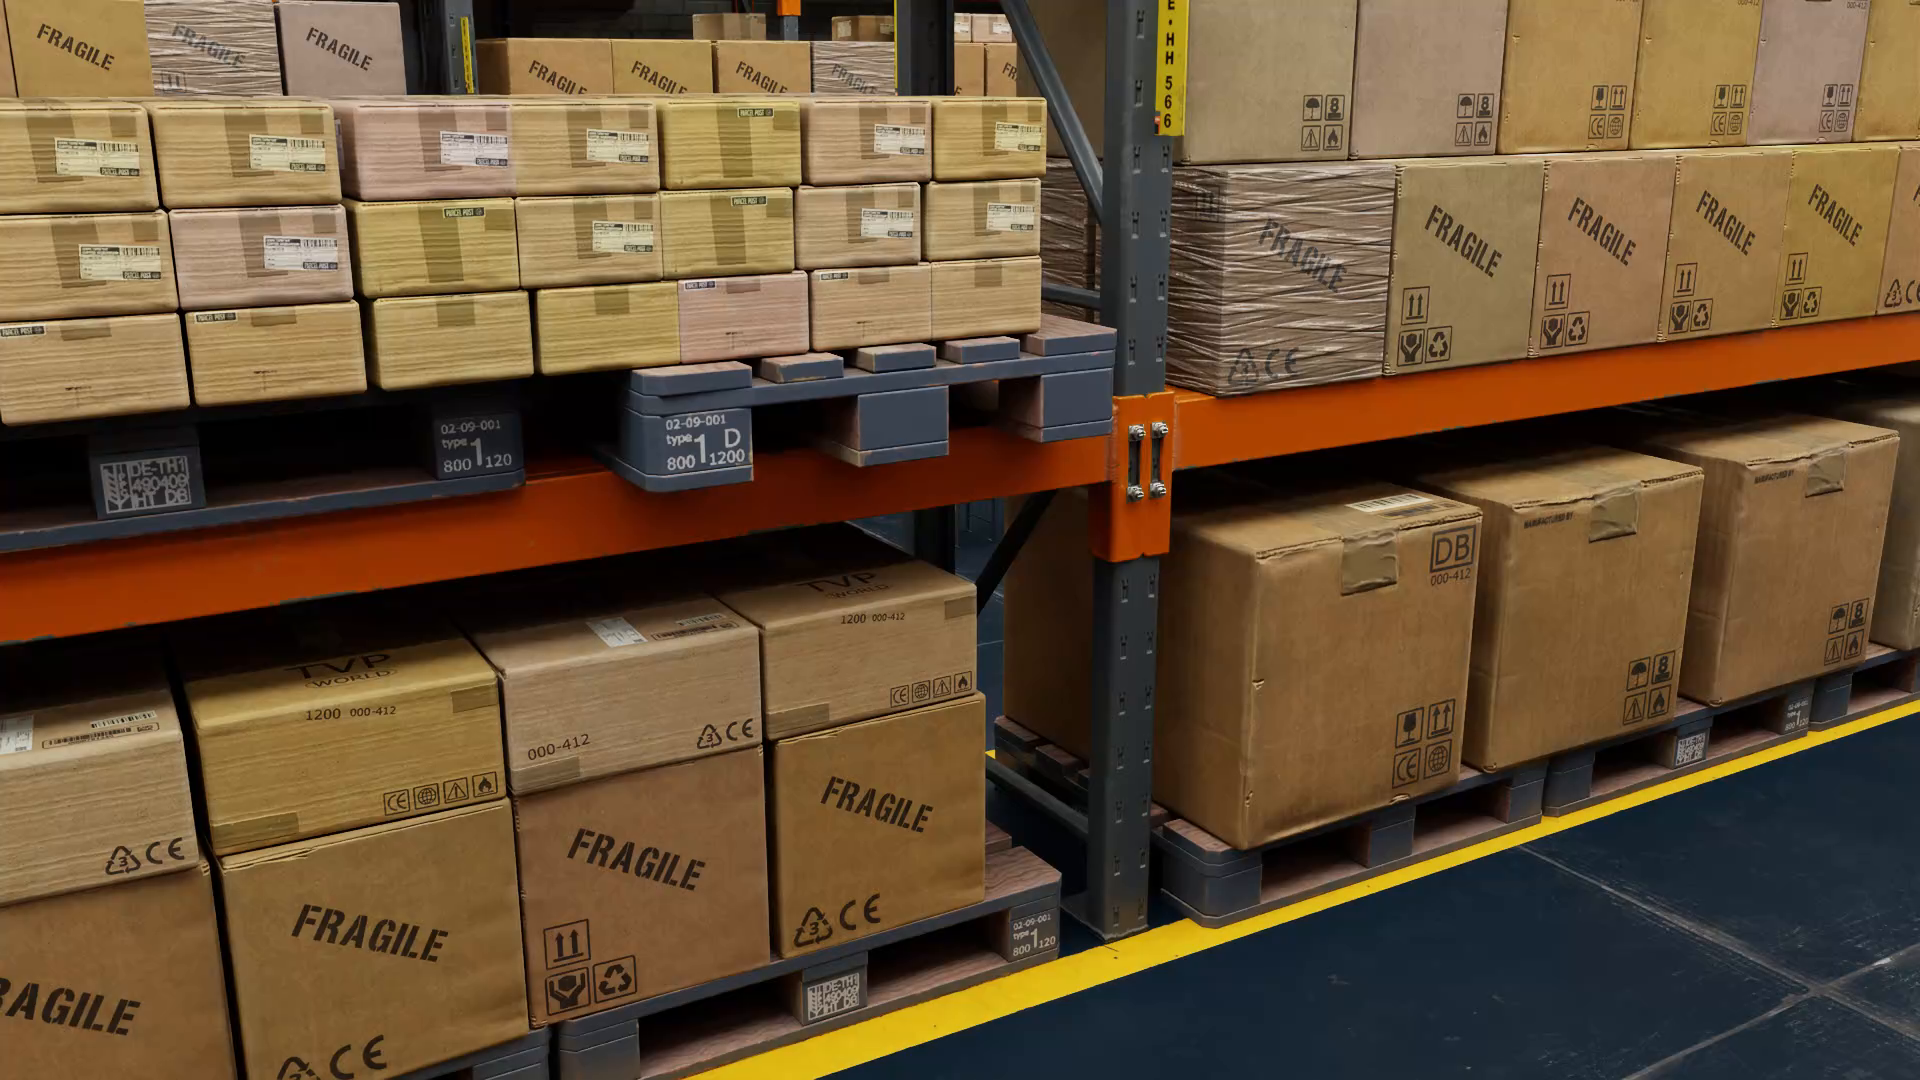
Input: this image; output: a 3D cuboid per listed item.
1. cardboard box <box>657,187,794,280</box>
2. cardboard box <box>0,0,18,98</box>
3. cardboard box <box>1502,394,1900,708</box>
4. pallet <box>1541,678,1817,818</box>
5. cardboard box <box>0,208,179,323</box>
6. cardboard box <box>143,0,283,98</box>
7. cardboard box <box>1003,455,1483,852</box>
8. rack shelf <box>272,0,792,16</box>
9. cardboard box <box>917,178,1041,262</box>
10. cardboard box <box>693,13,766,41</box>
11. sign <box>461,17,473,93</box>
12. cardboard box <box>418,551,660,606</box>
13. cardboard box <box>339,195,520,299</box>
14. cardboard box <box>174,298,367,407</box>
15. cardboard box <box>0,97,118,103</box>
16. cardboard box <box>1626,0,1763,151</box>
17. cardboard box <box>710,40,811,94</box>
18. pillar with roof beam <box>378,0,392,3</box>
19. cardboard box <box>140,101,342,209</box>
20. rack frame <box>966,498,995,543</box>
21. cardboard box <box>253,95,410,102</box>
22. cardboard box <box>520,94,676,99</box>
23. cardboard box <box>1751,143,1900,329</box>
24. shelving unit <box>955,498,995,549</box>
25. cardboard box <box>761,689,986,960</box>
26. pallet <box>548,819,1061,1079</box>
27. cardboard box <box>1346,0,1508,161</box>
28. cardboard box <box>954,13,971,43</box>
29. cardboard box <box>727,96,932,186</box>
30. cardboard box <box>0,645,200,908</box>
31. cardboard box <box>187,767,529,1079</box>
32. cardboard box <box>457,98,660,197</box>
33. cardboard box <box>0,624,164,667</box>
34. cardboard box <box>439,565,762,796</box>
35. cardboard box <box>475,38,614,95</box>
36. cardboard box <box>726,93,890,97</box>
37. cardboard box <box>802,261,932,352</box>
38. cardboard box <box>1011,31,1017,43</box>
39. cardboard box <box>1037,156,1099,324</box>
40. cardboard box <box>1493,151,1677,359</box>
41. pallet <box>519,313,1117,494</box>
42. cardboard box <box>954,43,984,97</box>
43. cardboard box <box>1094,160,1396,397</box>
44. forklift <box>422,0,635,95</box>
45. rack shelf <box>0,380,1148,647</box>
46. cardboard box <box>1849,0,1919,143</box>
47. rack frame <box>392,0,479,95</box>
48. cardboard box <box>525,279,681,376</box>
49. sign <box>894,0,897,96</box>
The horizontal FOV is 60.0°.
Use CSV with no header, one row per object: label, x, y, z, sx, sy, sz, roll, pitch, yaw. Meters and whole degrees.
cardboard box,-0.496,-0.579,3.054,0.250,0.149,0.380,-9,18,-28
cardboard box,-4.101,-1.922,6.672,0.500,0.500,0.500,-10,18,-31
cardboard box,2.260,-0.038,5.377,0.750,0.750,1.050,-9,18,-30
pallet,1.905,0.479,5.310,1.213,0.211,1.003,-9,18,-30
cardboard box,-1.369,-0.438,2.551,0.250,0.149,0.380,-10,18,-31
cardboard box,-3.235,-2.058,7.158,0.500,0.500,0.500,-9,18,-29
cardboard box,0.714,0.214,4.479,0.750,0.750,1.050,-9,18,-30
rack shelf,-3.336,-4.258,12.819,4.000,0.370,1.077,-9,18,-30
cardboard box,-0.044,-0.654,3.320,0.250,0.149,0.380,-9,18,-29
cardboard box,-1.233,-2.733,8.886,0.250,0.149,0.380,-10,19,-32
sign,-2.202,-2.164,7.427,0.005,0.325,0.100,-9,18,-30
cardboard box,-1.005,0.148,3.790,0.500,0.250,0.500,-9,18,-30
cardboard box,-0.925,-0.510,2.809,0.250,0.149,0.380,-9,18,-30
cardboard box,-1.143,-0.332,2.726,0.250,0.149,0.380,-9,18,-28
cardboard box,-1.692,-0.735,3.058,0.250,0.149,0.380,-10,18,-30
cardboard box,1.845,-1.406,4.832,0.500,0.500,0.700,-9,18,-30
cardboard box,-1.091,-2.286,8.495,0.500,0.500,0.500,-9,18,-29
pillar with roof beam,-2.180,-5.165,9.162,0.400,9.000,9.100,-9,18,-30
cardboard box,-1.148,-0.617,2.640,0.250,0.149,0.380,-8,18,-27
rack frame,0.091,-0.592,7.300,0.006,1.200,0.240,-9,18,-30
cardboard box,-1.250,-0.806,3.312,0.250,0.149,0.380,-8,18,-27
cardboard box,-0.792,-0.880,3.578,0.250,0.149,0.380,-9,18,-30
cardboard box,2.398,-0.932,4.994,0.500,0.500,0.500,-9,18,-29
shelving unit,0.012,-0.580,7.255,0.189,1.200,0.258,-9,18,-30
cardboard box,-0.284,0.550,3.743,0.500,0.500,0.500,-9,18,-30
pallet,-0.525,0.848,3.994,1.213,0.211,1.003,-9,18,-30
cardboard box,0.968,-1.263,4.322,0.500,0.500,0.700,-10,18,-31
cardboard box,-0.148,-2.738,8.902,0.250,0.149,0.380,-10,19,-32
cardboard box,-0.255,-0.762,3.157,0.250,0.149,0.380,-9,18,-30
cardboard box,-1.619,0.407,2.864,0.500,0.250,0.500,-8,18,-28
cardboard box,-1.176,0.699,3.213,0.500,0.500,0.500,-10,19,-32
cardboard box,-0.707,-0.688,2.892,0.250,0.149,0.380,-9,18,-28
cardboard box,-1.882,0.286,3.296,0.500,0.250,0.500,-10,19,-32
cardboard box,-0.733,0.266,3.369,0.500,0.250,0.500,-9,18,-29
cardboard box,-1.986,-2.137,7.961,0.500,0.500,0.500,-10,18,-31
cardboard box,-0.354,-0.951,3.830,0.250,0.149,0.380,-9,18,-30
cardboard box,-0.254,-0.475,3.236,0.250,0.149,0.380,-9,18,-30
cardboard box,0.353,-3.013,9.884,0.250,0.149,0.380,-9,18,-30
cardboard box,0.393,-0.776,4.436,0.500,0.500,0.500,-9,18,-30
cardboard box,1.536,-0.793,4.495,0.500,0.500,0.500,-9,18,-30
pallet,-0.411,-0.387,3.589,1.003,0.211,1.213,-9,18,-30
cardboard box,-0.209,-2.427,8.997,0.500,0.500,0.500,-9,18,-28
cardboard box,0.669,-0.651,3.990,0.500,0.500,0.500,-9,18,-29
forklift,-2.646,-2.426,10.636,3.031,2.935,1.130,-9,18,-29
rack shelf,-1.569,0.021,3.109,4.000,0.370,1.077,-9,18,-30
cardboard box,2.712,-1.546,5.331,0.500,0.500,0.700,-10,18,-31
rack frame,-2.490,-1.734,8.040,0.127,3.000,1.000,-9,18,-30
cardboard box,-0.690,-0.406,2.987,0.250,0.149,0.380,-9,18,-30
sign,-0.143,-1.289,4.304,0.005,0.325,0.100,-9,18,-30
